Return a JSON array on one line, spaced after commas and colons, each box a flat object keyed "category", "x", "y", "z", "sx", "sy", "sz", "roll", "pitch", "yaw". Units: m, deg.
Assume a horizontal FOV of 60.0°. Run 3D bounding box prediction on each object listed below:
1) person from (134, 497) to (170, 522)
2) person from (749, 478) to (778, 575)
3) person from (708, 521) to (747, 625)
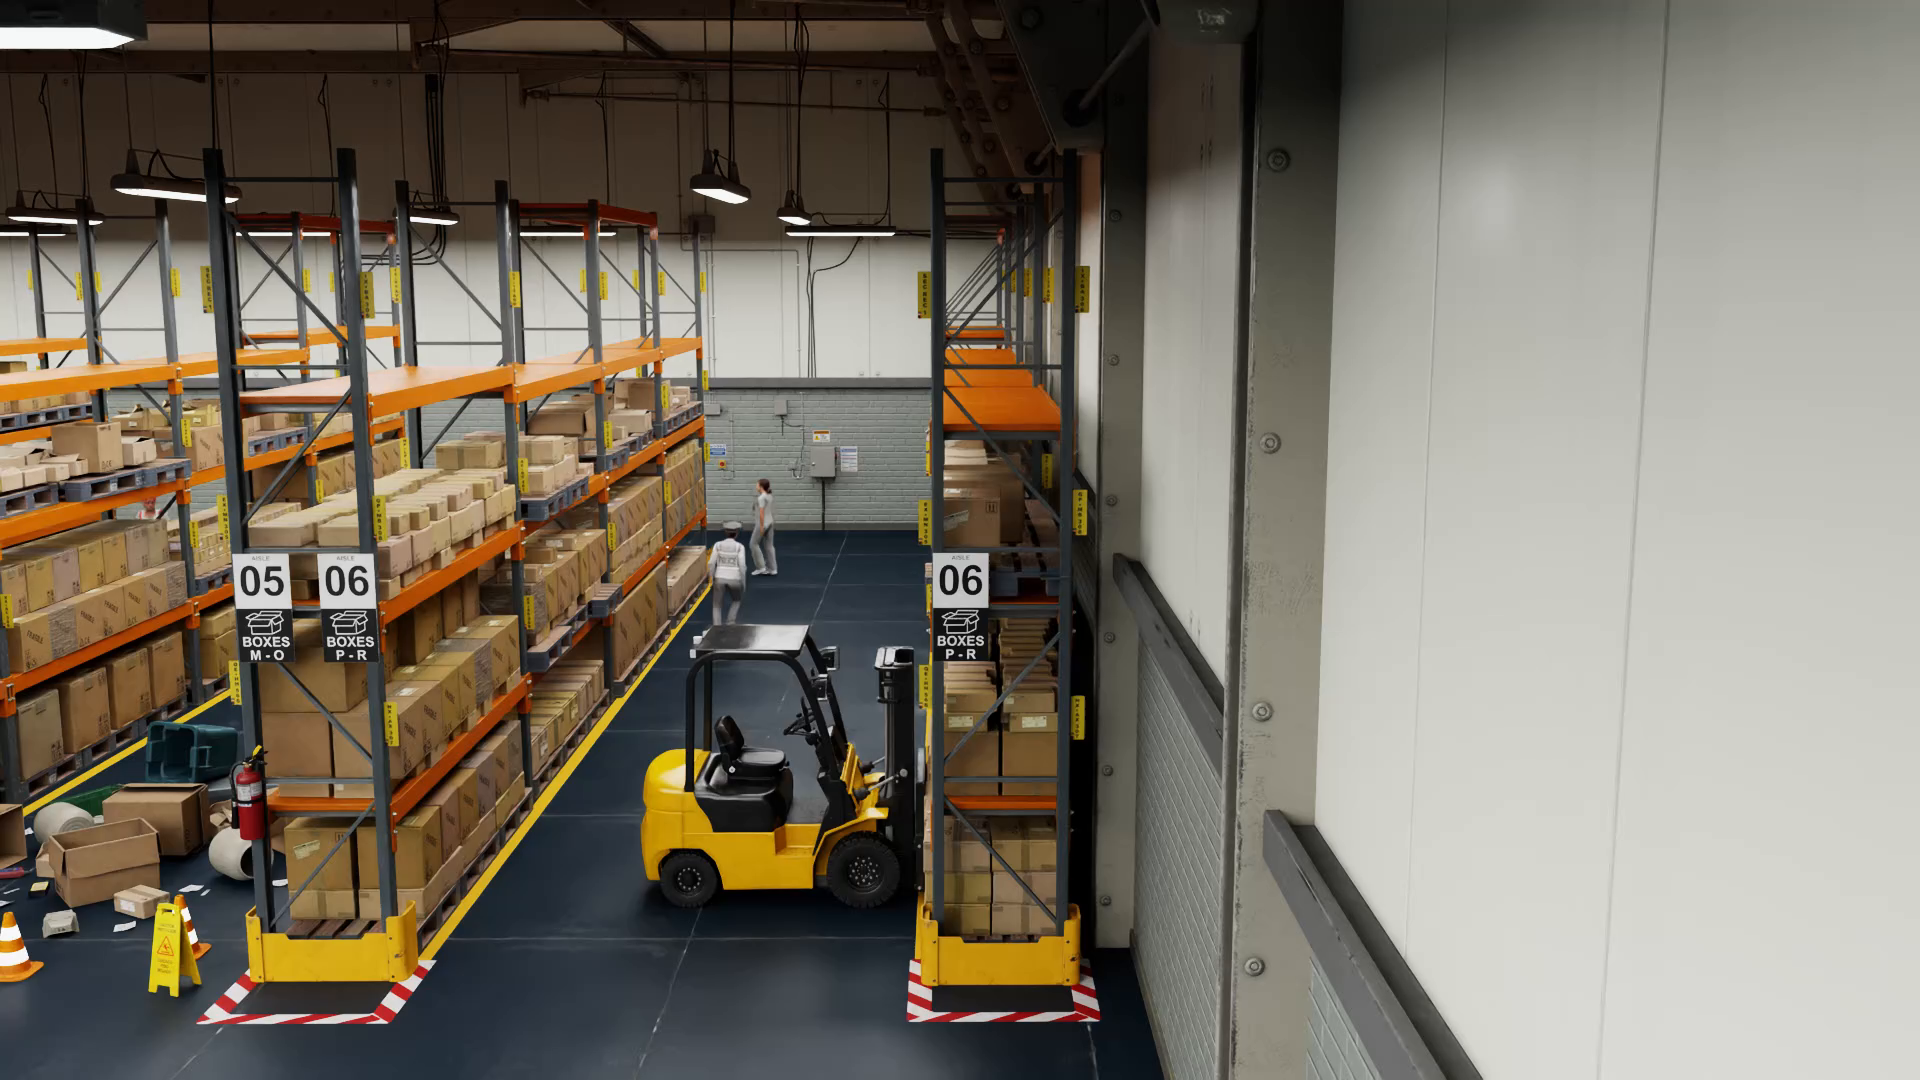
[{"category": "person", "x": -12.680, "y": 0.127, "z": 26.021, "sx": 0.690, "sy": 1.724, "sz": 1.034, "roll": 0, "pitch": 9, "yaw": 1}, {"category": "person", "x": -3.361, "y": -0.219, "z": 28.643, "sx": 0.487, "sy": 1.696, "sz": 0.499, "roll": 4, "pitch": 10, "yaw": 23}, {"category": "person", "x": -3.173, "y": 0.581, "z": 22.632, "sx": 0.542, "sy": 1.613, "sz": 0.639, "roll": 0, "pitch": 9, "yaw": 3}]
